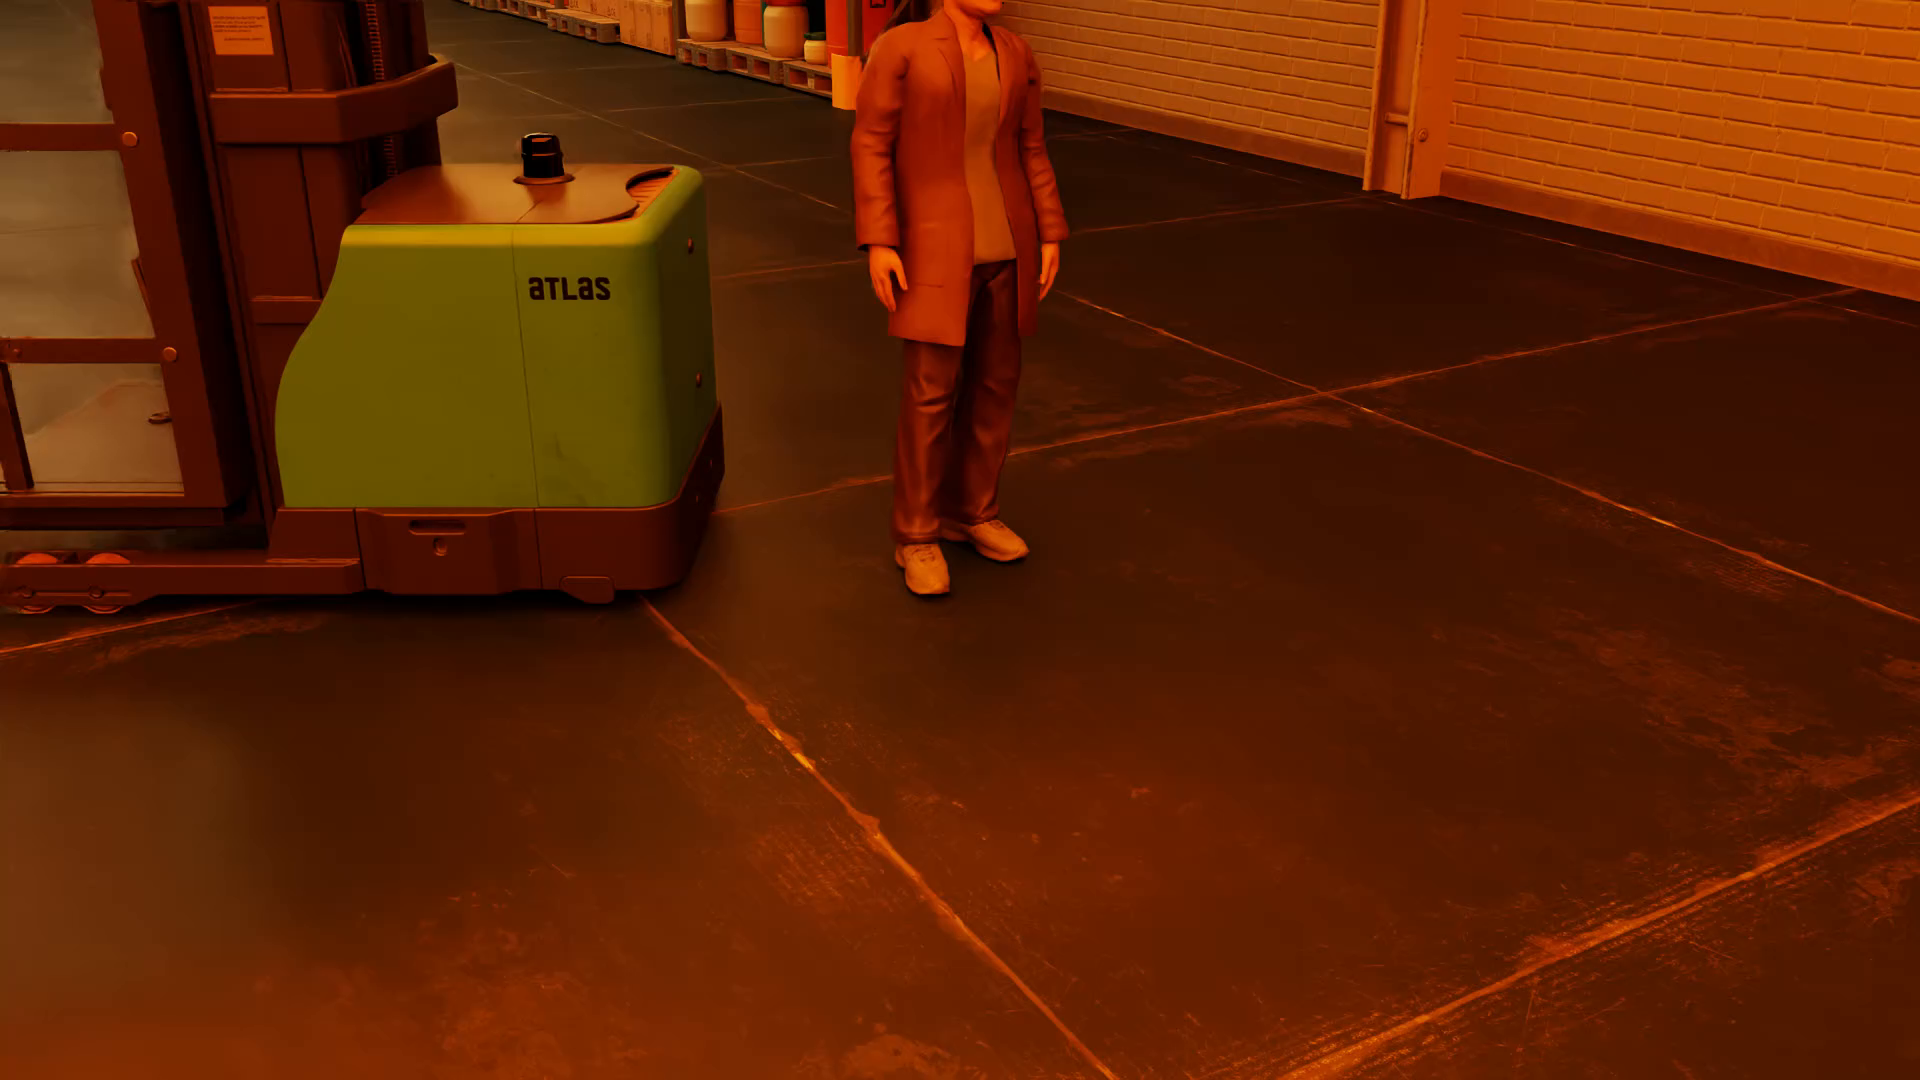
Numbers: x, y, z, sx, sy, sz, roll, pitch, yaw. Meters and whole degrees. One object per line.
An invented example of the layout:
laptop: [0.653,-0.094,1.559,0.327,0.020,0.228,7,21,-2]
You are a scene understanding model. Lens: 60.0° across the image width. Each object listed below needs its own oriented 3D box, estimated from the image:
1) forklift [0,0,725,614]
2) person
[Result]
forklift: [-2.291,-1.350,4.564,3.031,2.935,1.130,0,22,0]
person: [0.058,-0.686,4.762,0.699,1.553,0.548,-13,26,-28]
